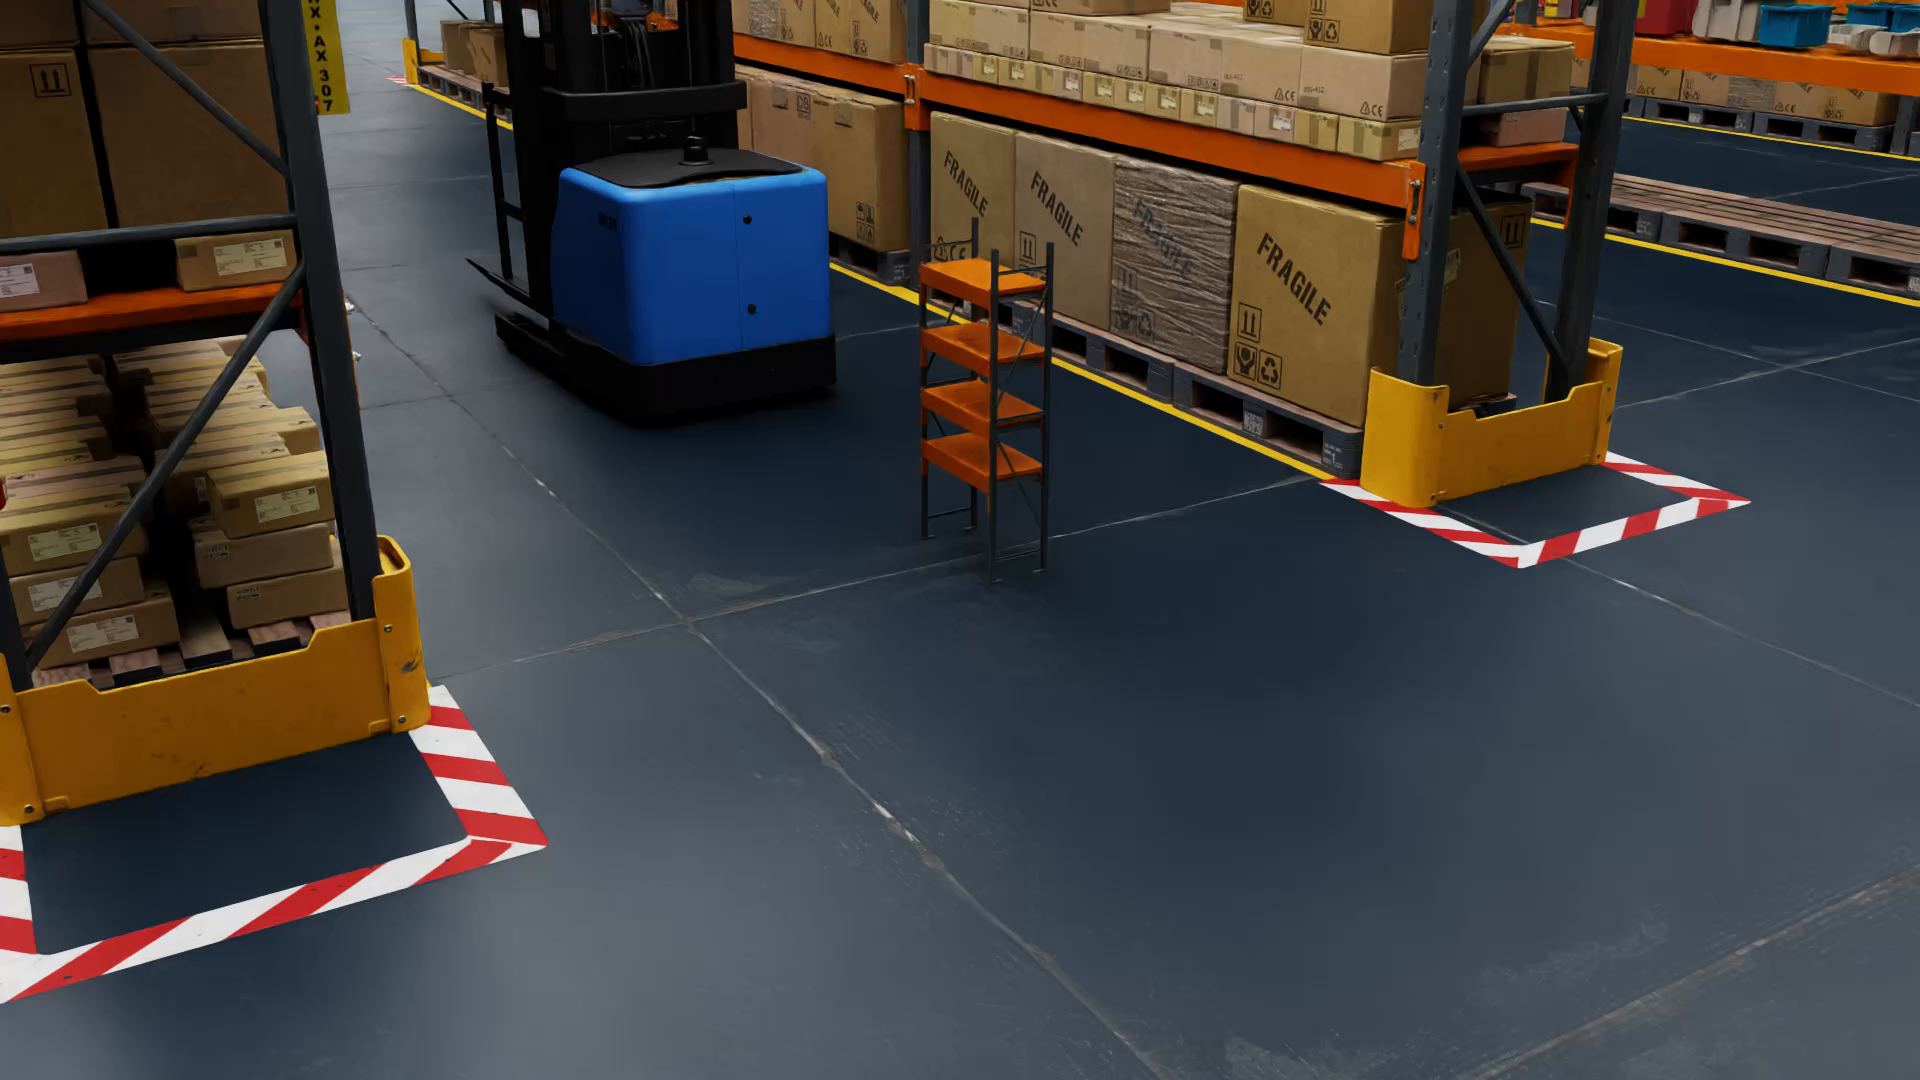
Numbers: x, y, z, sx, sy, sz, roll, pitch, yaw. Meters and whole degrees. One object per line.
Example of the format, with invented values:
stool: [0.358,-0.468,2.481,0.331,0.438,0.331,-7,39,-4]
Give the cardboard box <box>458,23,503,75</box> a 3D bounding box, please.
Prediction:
cardboard box: [-5.333,-5.504,18.632,0.500,0.500,0.500,-6,23,-14]

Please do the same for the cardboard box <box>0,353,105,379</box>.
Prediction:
cardboard box: [-3.476,-0.629,6.314,0.380,0.149,0.250,-14,26,-30]

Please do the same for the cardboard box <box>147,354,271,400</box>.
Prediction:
cardboard box: [-2.779,-0.566,6.159,0.380,0.149,0.250,-12,25,-27]

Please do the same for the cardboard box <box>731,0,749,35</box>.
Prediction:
cardboard box: [-1.341,-3.775,11.484,0.500,0.500,0.500,-13,26,-29]

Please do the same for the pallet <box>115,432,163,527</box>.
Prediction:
pallet: [-3.157,-0.157,6.416,1.003,0.211,1.213,-13,25,-28]

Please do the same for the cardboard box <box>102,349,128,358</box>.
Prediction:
cardboard box: [-3.389,-0.885,6.945,0.380,0.149,0.250,-12,25,-27]

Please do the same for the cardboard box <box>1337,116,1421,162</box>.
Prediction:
cardboard box: [1.736,-1.616,6.638,0.380,0.149,0.250,-12,25,-27]

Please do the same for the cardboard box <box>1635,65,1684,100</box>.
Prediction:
cardboard box: [7.144,-4.686,16.593,0.500,0.500,0.500,-13,25,-29]

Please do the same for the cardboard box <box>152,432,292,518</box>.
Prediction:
cardboard box: [-2.334,-0.210,5.283,0.380,0.149,0.250,-12,25,-27]

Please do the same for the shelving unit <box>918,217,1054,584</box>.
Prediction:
shelving unit: [0.085,-0.502,5.954,0.258,1.200,0.503,-13,25,-28]

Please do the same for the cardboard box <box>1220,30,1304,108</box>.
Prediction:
cardboard box: [1.467,-2.019,7.100,0.500,0.250,0.500,-13,26,-29]

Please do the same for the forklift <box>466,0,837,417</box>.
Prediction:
forklift: [-1.816,-2.416,8.363,1.130,2.935,3.031,-14,26,-30]

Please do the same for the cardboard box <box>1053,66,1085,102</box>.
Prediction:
cardboard box: [0.686,-2.280,8.271,0.380,0.149,0.250,-12,25,-28]

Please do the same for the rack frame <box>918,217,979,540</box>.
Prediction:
rack frame: [-0.040,-0.581,6.148,0.240,1.200,0.015,-13,25,-28]

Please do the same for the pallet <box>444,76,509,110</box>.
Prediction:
pallet: [-4.929,-4.880,18.036,1.003,0.211,1.213,-13,25,-28]

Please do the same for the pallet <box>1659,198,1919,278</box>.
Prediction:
pallet: [5.452,-2.011,10.978,1.003,0.211,1.213,-13,25,-28]

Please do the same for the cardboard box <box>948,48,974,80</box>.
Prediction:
cardboard box: [0.157,-2.615,9.094,0.380,0.149,0.250,-14,26,-30]

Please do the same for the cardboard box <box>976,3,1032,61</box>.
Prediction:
cardboard box: [0.422,-2.680,8.724,0.500,0.250,0.500,-13,25,-28]

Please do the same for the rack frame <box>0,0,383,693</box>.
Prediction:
rack frame: [-2.115,-0.760,4.196,1.000,3.000,0.127,-13,25,-28]

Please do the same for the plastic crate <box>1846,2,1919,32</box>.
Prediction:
plastic crate: [5.790,-3.250,10.467,0.416,0.233,0.300,-13,25,-28]

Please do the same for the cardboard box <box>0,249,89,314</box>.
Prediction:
cardboard box: [-2.524,-0.694,4.370,0.380,0.149,0.250,-13,25,-28]

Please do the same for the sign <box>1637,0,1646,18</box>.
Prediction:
sign: [2.681,-2.223,6.543,0.100,0.325,0.005,-13,25,-28]

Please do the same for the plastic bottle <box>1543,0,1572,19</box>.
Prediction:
plastic bottle: [4.494,-4.095,12.468,0.144,0.351,0.185,-13,25,-28]

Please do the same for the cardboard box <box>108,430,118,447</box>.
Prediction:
cardboard box: [-3.600,-0.439,6.636,0.380,0.149,0.250,-14,26,-30]

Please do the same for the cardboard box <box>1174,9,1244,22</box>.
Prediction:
cardboard box: [1.392,-2.455,8.171,0.500,0.250,0.500,-13,26,-29]

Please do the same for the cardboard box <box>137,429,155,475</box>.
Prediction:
cardboard box: [-2.709,-0.323,5.957,0.380,0.149,0.250,-14,26,-31]

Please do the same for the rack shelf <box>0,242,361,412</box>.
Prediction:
rack shelf: [-3.136,-1.074,5.925,1.077,0.370,4.000,-13,25,-28]

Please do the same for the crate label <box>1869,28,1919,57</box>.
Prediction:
crate label: [5.588,-2.950,9.857,0.396,0.136,0.243,-13,25,-28]

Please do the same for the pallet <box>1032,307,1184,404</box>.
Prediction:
pallet: [1.106,-1.027,8.559,1.003,0.211,1.213,-13,25,-28]

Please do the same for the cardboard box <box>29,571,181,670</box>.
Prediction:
cardboard box: [-2.563,0.236,4.975,0.380,0.149,0.250,-12,25,-27]

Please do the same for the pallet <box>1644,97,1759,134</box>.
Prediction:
pallet: [7.601,-4.239,16.461,1.003,0.211,1.213,-13,25,-28]

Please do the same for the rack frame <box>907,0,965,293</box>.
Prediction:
rack frame: [0.158,-2.976,9.649,1.000,3.000,0.127,-13,25,-28]

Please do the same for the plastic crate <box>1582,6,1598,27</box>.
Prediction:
plastic crate: [4.531,-3.656,11.593,0.396,0.136,0.243,-13,25,-28]

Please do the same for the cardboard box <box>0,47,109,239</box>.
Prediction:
cardboard box: [-2.565,-1.040,4.358,0.500,0.500,0.500,-12,25,-27]

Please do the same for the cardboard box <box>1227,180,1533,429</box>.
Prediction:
cardboard box: [1.805,-1.083,7.256,0.875,0.875,0.875,-13,25,-28]

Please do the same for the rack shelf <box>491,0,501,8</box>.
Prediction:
rack shelf: [-4.950,-5.880,17.748,1.077,0.370,4.000,-13,25,-28]

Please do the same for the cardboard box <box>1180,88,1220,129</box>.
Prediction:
cardboard box: [1.213,-1.947,7.451,0.380,0.149,0.250,-13,26,-29]

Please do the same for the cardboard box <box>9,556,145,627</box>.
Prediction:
cardboard box: [-2.630,0.113,4.883,0.380,0.149,0.250,-13,26,-30]

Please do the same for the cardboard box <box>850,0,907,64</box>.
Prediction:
cardboard box: [-0.316,-3.121,9.873,0.500,0.500,0.500,-13,25,-28]

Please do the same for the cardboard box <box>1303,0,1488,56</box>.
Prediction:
cardboard box: [1.726,-2.204,6.558,0.500,0.500,0.500,-12,25,-28]

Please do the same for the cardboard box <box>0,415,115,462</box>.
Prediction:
cardboard box: [-3.001,-0.279,5.454,0.380,0.149,0.250,-14,26,-30]

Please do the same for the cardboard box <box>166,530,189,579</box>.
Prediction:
cardboard box: [-2.444,-0.013,5.587,0.380,0.149,0.250,-12,25,-28]

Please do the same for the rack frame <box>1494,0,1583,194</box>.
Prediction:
rack frame: [4.416,-3.928,11.993,1.000,3.000,0.127,-13,25,-28]

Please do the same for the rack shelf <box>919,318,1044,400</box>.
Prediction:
rack shelf: [0.085,-0.647,5.895,0.258,0.148,0.480,-13,25,-28]

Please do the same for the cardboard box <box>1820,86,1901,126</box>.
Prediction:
cardboard box: [8.178,-4.030,14.979,0.500,0.500,0.500,-13,25,-29]

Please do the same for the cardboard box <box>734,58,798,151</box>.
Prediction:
cardboard box: [-1.102,-2.963,11.882,1.225,0.875,0.875,-13,25,-28]

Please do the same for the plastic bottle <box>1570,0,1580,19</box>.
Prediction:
plastic bottle: [4.595,-4.075,12.509,0.061,0.283,0.133,-13,25,-28]
